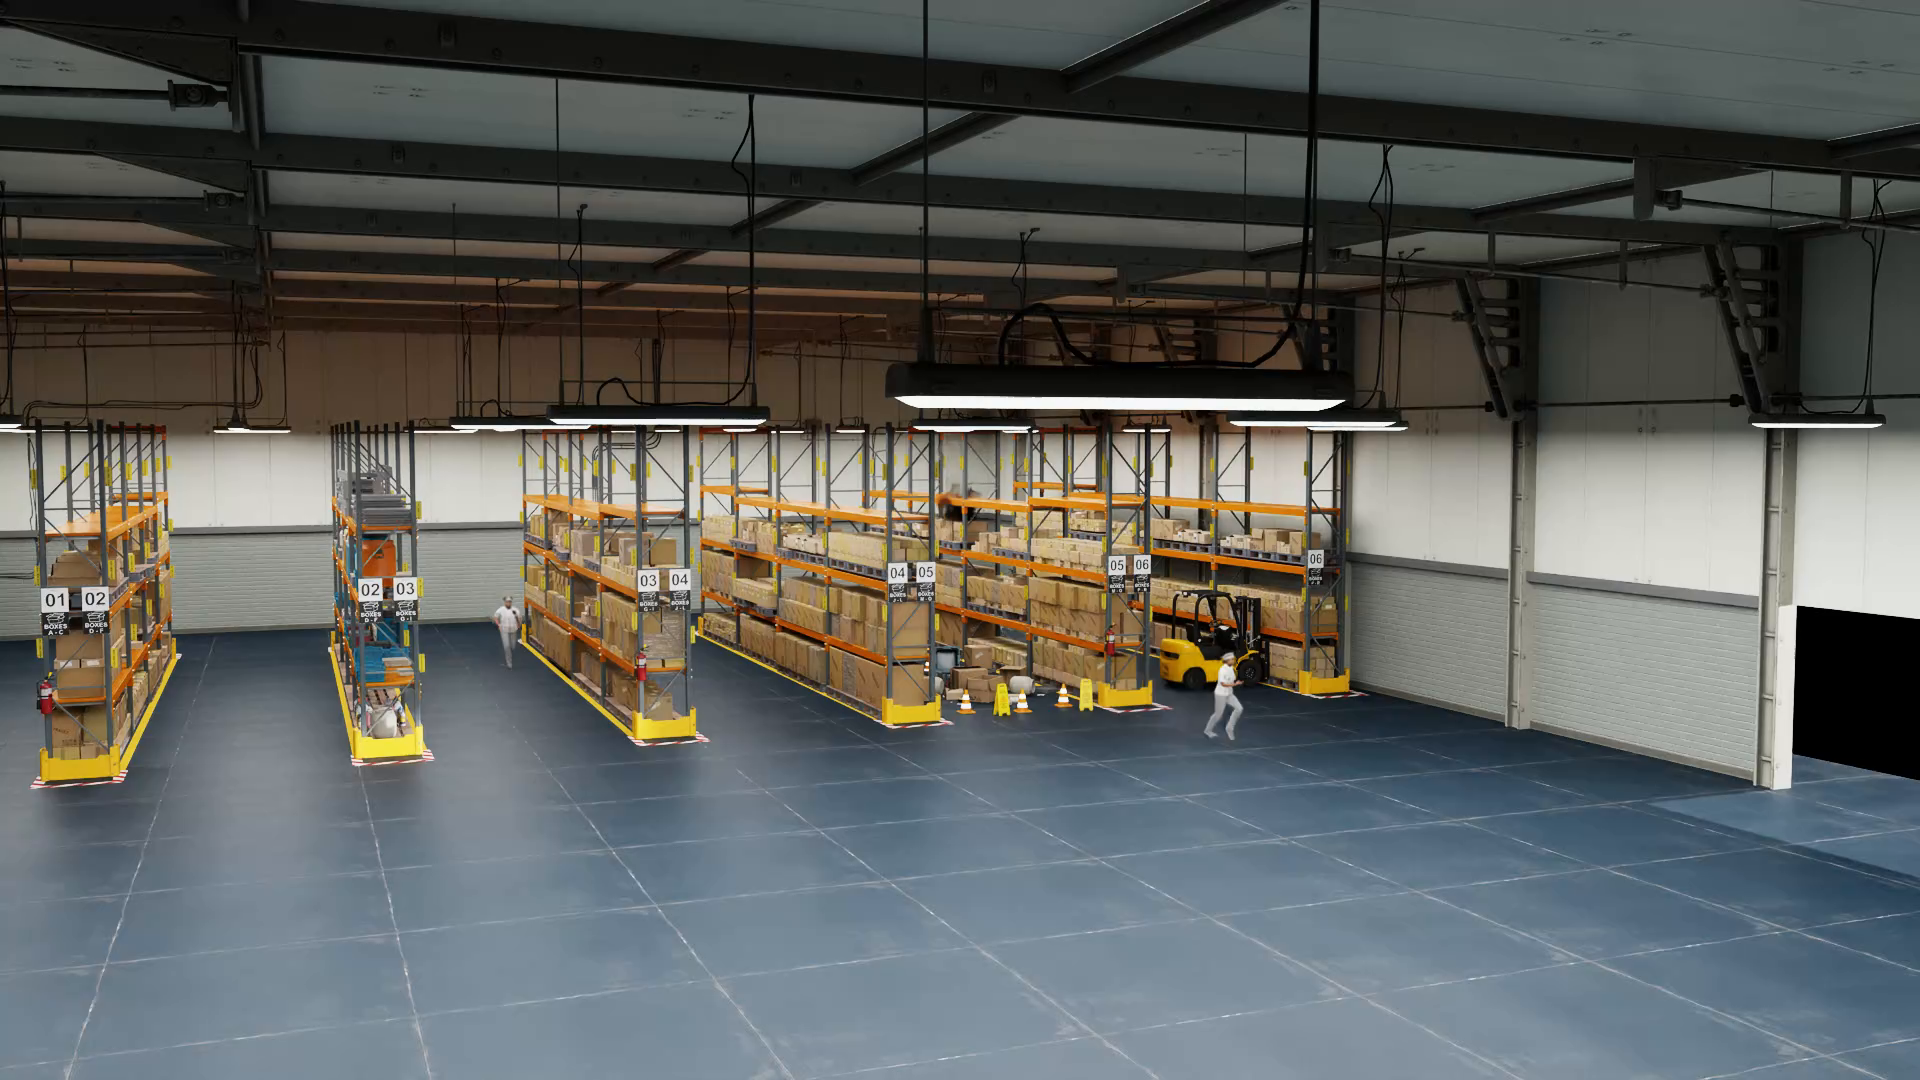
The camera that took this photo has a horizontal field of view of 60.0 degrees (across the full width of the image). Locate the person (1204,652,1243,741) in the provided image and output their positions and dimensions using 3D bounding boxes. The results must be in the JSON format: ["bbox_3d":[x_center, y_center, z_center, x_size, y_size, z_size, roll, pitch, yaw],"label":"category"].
[{"bbox_3d":[4.985,2.929,31.273,0.786,1.696,0.601,2,4,32],"label":"person"}]

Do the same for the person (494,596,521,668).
[{"bbox_3d":[-11.267,2.272,41.473,0.663,1.770,0.833,-2,4,-25],"label":"person"}]

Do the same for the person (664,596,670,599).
[{"bbox_3d":[-7.776,1.991,45.630,0.733,1.824,0.976,-1,4,-15],"label":"person"}]
